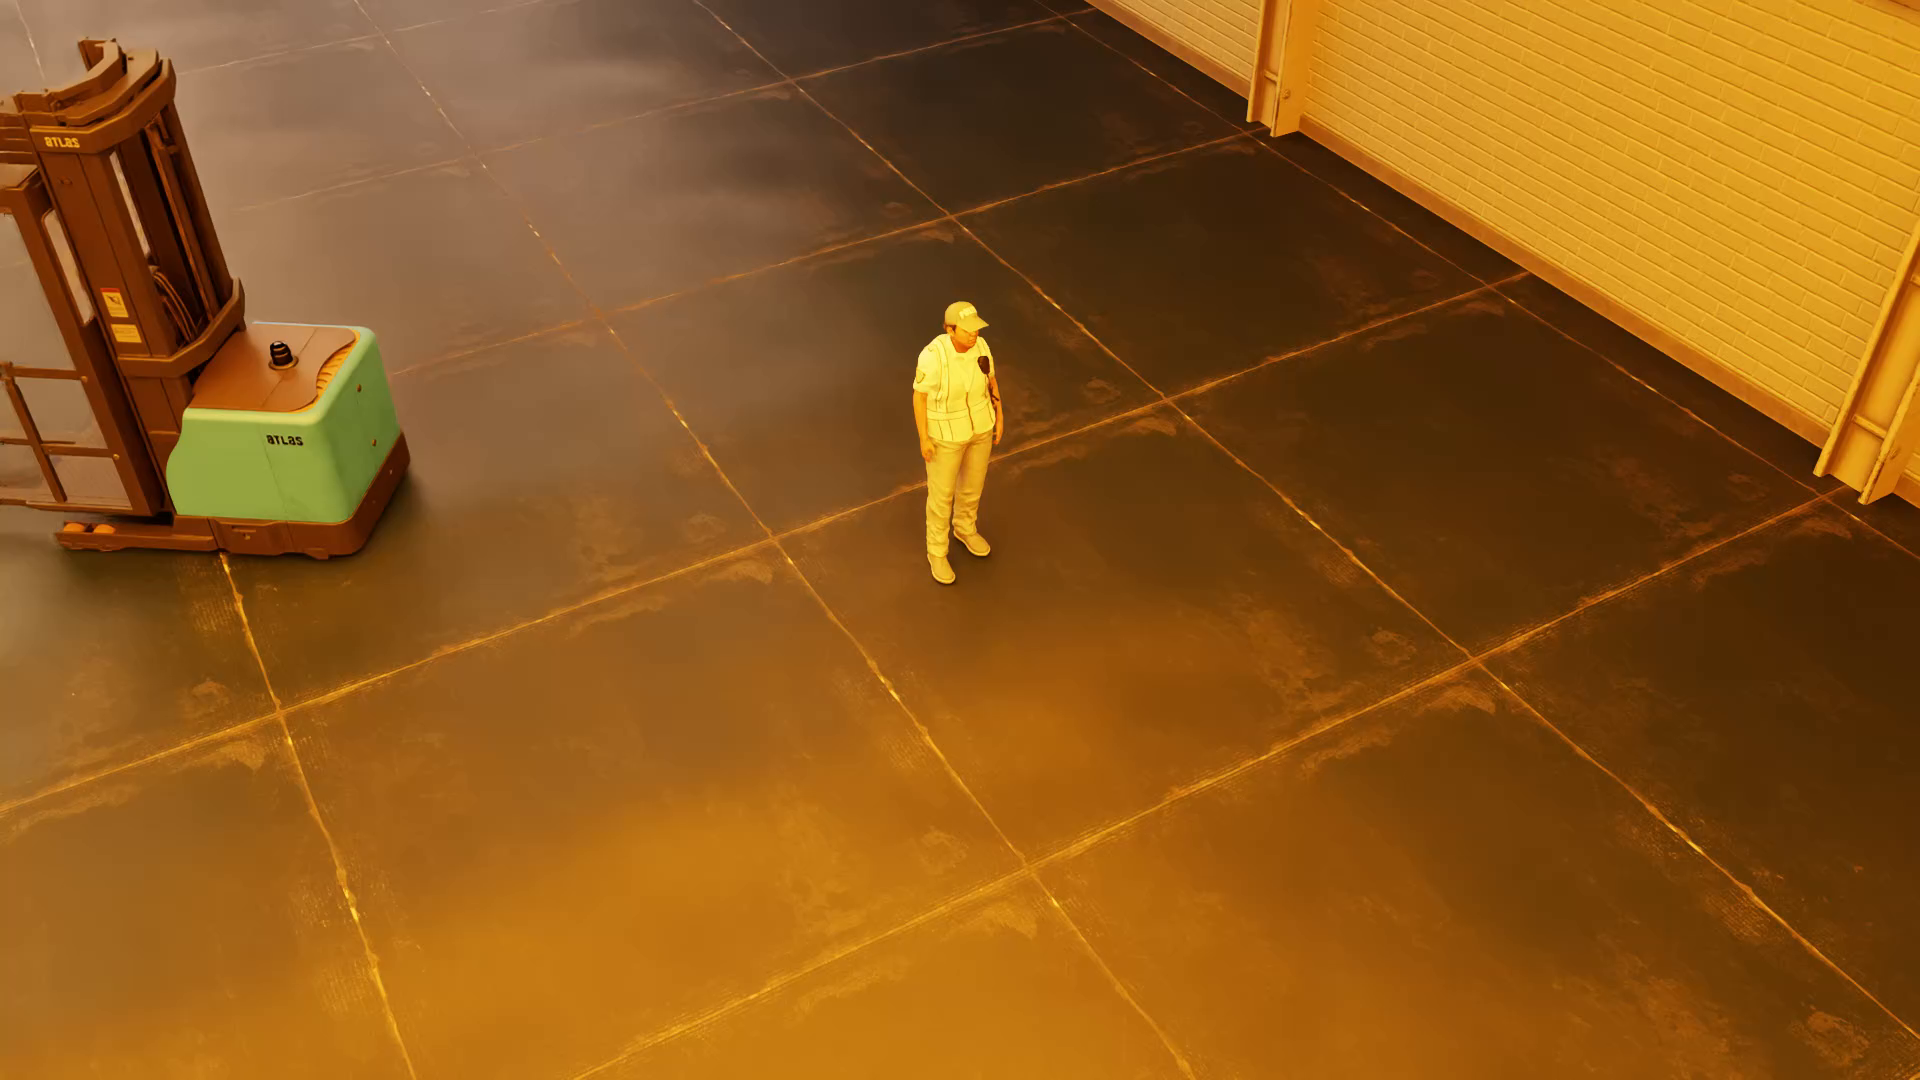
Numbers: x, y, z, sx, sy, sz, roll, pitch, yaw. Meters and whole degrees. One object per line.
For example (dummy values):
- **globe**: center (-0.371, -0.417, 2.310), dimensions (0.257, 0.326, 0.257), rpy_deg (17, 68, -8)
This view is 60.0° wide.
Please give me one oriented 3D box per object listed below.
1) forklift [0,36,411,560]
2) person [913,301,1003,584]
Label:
- **forklift**: center (-5.126, -1.390, 9.712), dimensions (3.031, 2.935, 1.130), rpy_deg (3, 40, 4)
- **person**: center (0.018, -0.597, 9.736), dimensions (0.598, 1.670, 0.529), rpy_deg (-20, 44, -23)
